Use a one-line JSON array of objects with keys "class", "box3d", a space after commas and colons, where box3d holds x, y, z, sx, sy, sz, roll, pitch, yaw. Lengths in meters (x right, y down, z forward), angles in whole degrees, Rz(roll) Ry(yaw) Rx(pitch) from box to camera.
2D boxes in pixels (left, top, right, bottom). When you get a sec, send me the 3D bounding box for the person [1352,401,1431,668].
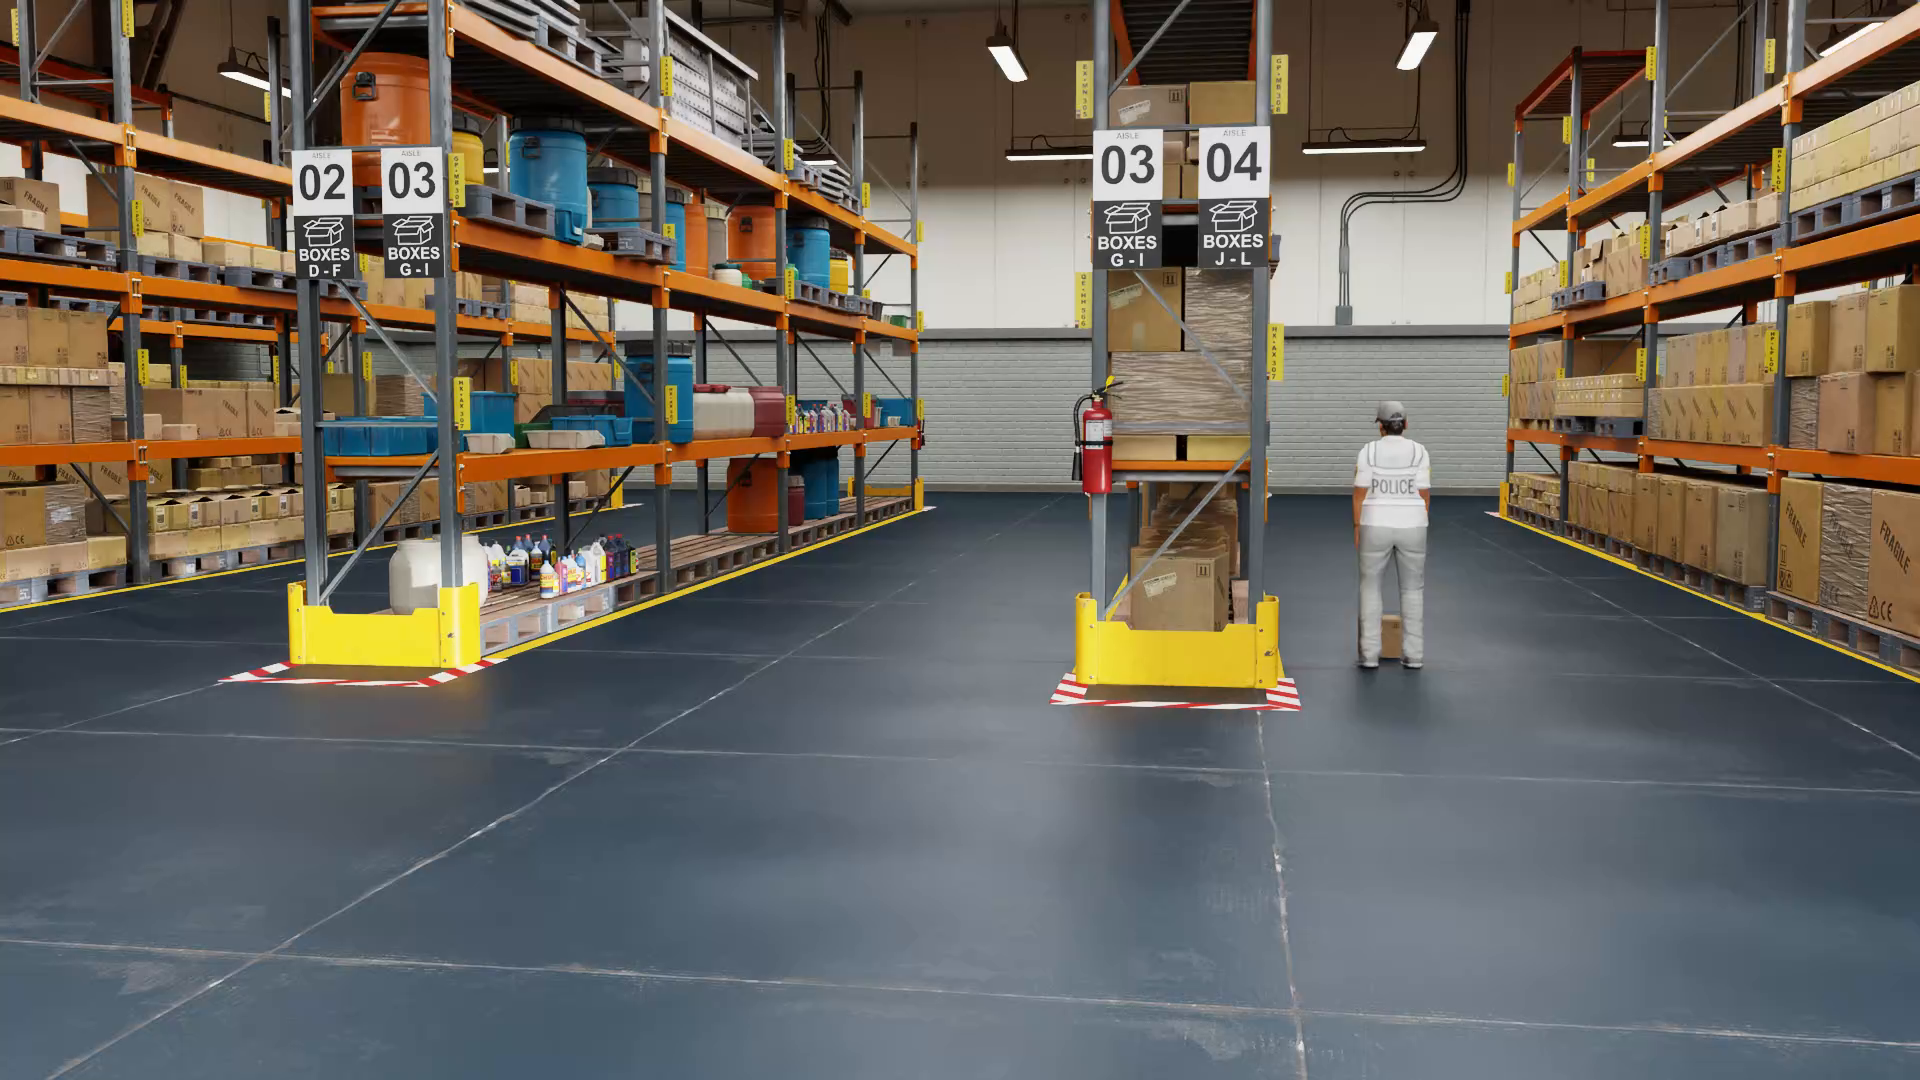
[{"class": "person", "box3d": [2.677, -0.029, 10.365, 0.468, 1.671, 0.390, 1, 5, 8]}]
